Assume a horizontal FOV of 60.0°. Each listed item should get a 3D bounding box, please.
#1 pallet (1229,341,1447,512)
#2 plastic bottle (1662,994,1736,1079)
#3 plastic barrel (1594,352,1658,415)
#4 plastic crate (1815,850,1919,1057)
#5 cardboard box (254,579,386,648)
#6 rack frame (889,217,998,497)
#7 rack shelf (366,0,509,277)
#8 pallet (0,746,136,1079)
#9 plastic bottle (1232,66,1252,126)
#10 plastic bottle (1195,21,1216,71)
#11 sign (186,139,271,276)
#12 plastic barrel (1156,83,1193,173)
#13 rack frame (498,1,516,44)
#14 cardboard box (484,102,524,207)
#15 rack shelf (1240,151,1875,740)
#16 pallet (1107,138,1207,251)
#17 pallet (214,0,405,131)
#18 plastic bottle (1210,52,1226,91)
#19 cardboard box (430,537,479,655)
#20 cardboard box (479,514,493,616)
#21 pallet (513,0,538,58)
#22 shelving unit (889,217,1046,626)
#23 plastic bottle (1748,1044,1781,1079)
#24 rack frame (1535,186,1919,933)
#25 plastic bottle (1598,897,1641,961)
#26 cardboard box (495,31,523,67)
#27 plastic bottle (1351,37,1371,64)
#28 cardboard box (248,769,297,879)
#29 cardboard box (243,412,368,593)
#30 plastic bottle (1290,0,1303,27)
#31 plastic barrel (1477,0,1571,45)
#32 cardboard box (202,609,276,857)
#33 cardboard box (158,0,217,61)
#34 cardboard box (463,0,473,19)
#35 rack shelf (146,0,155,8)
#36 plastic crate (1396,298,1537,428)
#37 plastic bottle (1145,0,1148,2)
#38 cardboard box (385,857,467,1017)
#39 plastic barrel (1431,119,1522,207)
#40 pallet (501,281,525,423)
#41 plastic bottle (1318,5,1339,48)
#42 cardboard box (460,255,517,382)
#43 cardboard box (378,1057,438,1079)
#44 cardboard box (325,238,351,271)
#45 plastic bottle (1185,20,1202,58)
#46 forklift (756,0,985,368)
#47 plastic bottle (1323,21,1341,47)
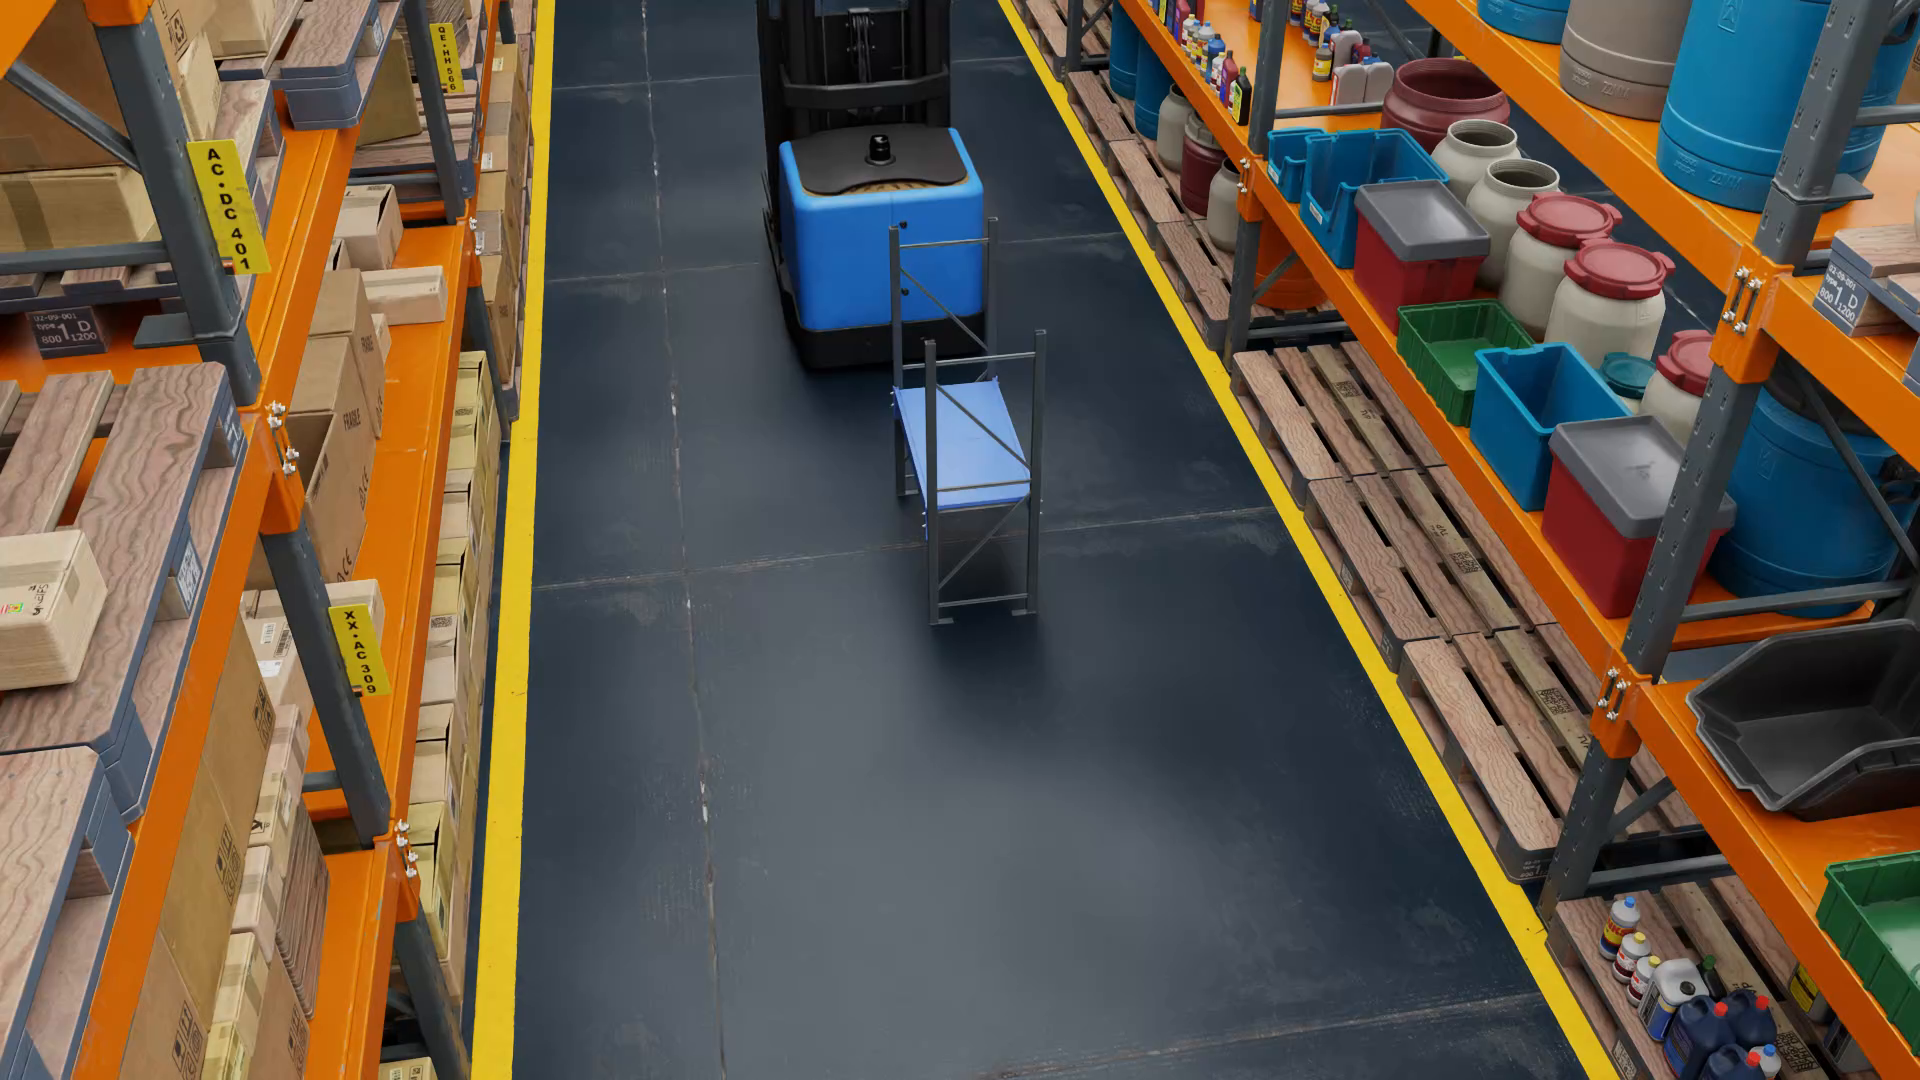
[{"bbox_3d":[2.090,-0.635,8.795,1.003,0.211,1.213,-6,38,-8],"label":"pallet"},{"bbox_3d":[2.427,1.613,5.430,0.144,0.351,0.185,-5,38,-7],"label":"plastic bottle"},{"bbox_3d":[2.613,-0.553,6.530,0.301,0.262,0.301,0,38,0],"label":"plastic barrel"},{"bbox_3d":[2.654,1.142,4.408,0.450,0.188,0.662,-6,38,-8],"label":"plastic crate"},{"bbox_3d":[-2.137,0.281,5.548,0.380,0.149,0.250,-6,38,-8],"label":"cardboard box"},{"bbox_3d":[-0.074,-0.848,8.019,0.500,1.500,0.032,-6,38,-8],"label":"rack frame"},{"bbox_3d":[-3.235,-2.601,9.640,1.077,0.370,4.000,-6,38,-8],"label":"rack shelf"},{"bbox_3d":[-1.798,0.837,2.255,1.003,0.211,1.213,-6,38,-8],"label":"pallet"},{"bbox_3d":[1.502,-2.360,8.838,0.061,0.283,0.133,-6,38,-8],"label":"plastic bottle"},{"bbox_3d":[1.391,-2.802,9.416,0.097,0.271,0.097,0,38,0],"label":"plastic bottle"},{"bbox_3d":[-1.637,-0.742,3.729,0.100,0.325,0.005,-6,38,-8],"label":"sign"},{"bbox_3d":[1.505,-2.699,10.864,0.421,0.512,0.421,0,38,0],"label":"plastic barrel"},{"bbox_3d":[-3.586,-4.093,10.974,1.000,3.000,0.127,-6,38,-8],"label":"rack frame"},{"bbox_3d":[-3.051,-2.410,10.486,0.500,0.500,0.500,-6,38,-7],"label":"cardboard box"},{"bbox_3d":[2.343,-0.716,7.213,1.077,0.370,4.000,-6,38,-8],"label":"rack shelf"},{"bbox_3d":[1.603,-2.314,10.956,1.003,0.211,1.213,-6,38,-8],"label":"pallet"},{"bbox_3d":[-2.479,-1.712,5.617,1.003,0.211,1.213,-5,38,-6],"label":"pallet"},{"bbox_3d":[1.442,-2.598,9.211,0.097,0.201,0.097,0,38,0],"label":"plastic bottle"},{"bbox_3d":[-2.281,0.232,6.848,0.500,0.311,0.500,-5,38,-7],"label":"cardboard box"},{"bbox_3d":[-2.373,0.149,7.412,0.500,0.250,0.500,-5,38,-7],"label":"cardboard box"},{"bbox_3d":[-3.923,-4.145,13.314,1.003,0.211,1.213,-6,38,-8],"label":"pallet"},{"bbox_3d":[0.015,-0.541,7.623,0.538,1.500,1.048,-6,38,-8],"label":"shelving unit"},{"bbox_3d":[2.571,1.719,5.358,0.097,0.271,0.097,0,38,0],"label":"plastic bottle"},{"bbox_3d":[2.694,0.208,5.437,1.000,3.000,0.127,-6,38,-8],"label":"rack frame"},{"bbox_3d":[2.318,1.351,5.831,0.097,0.271,0.097,0,38,0],"label":"plastic bottle"},{"bbox_3d":[-3.446,-3.482,12.020,0.500,0.311,0.500,-6,38,-8],"label":"cardboard box"},{"bbox_3d":[2.222,-2.661,9.226,0.061,0.283,0.133,-6,38,-8],"label":"plastic bottle"},{"bbox_3d":[-1.883,0.734,4.150,0.380,0.149,0.250,-7,38,-9],"label":"cardboard box"},{"bbox_3d":[-2.394,-0.085,5.732,0.500,0.500,0.500,-4,38,-5],"label":"cardboard box"},{"bbox_3d":[2.039,-3.224,9.959,0.097,0.271,0.097,0,38,0],"label":"plastic bottle"},{"bbox_3d":[2.162,-2.248,5.745,0.600,0.901,0.708,-6,38,-8],"label":"plastic barrel"},{"bbox_3d":[-2.099,0.454,3.981,0.700,0.500,0.500,-6,38,-8],"label":"cardboard box"},{"bbox_3d":[-2.375,-1.567,4.446,0.500,0.500,0.500,-3,38,-4],"label":"cardboard box"},{"bbox_3d":[-3.215,-3.238,9.449,0.700,0.500,0.500,-16,41,-19],"label":"cardboard box"},{"bbox_3d":[-2.534,-2.396,4.812,1.077,0.370,4.000,-6,38,-8],"label":"rack shelf"},{"bbox_3d":[2.111,-0.730,6.817,0.450,0.188,0.662,-6,38,-8],"label":"plastic crate"},{"bbox_3d":[1.194,-3.480,10.290,0.097,0.271,0.097,0,38,0],"label":"plastic bottle"},{"bbox_3d":[-2.010,1.388,5.817,0.500,0.250,0.500,-7,38,-9],"label":"cardboard box"},{"bbox_3d":[2.383,-1.654,7.742,0.421,0.512,0.421,0,38,0],"label":"plastic barrel"},{"bbox_3d":[-2.978,-1.031,9.305,1.003,0.211,1.213,-6,38,-8],"label":"pallet"},{"bbox_3d":[2.135,-2.963,9.614,0.061,0.283,0.133,-6,38,-8],"label":"plastic bottle"},{"bbox_3d":[-2.683,-1.170,8.889,0.500,0.500,0.500,-5,38,-6],"label":"cardboard box"},{"bbox_3d":[-1.887,1.915,5.139,0.500,0.250,0.500,-6,38,-8],"label":"cardboard box"},{"bbox_3d":[-2.918,-1.081,7.169,0.500,0.311,0.500,-7,38,-8],"label":"cardboard box"},{"bbox_3d":[1.357,-2.892,9.589,0.097,0.201,0.097,0,38,0],"label":"plastic bottle"},{"bbox_3d":[-0.646,-3.019,9.646,1.130,2.935,3.031,-7,38,-9],"label":"forklift"},{"bbox_3d":[2.101,-2.799,9.413,0.097,0.271,0.097,0,38,0],"label":"plastic bottle"}]
